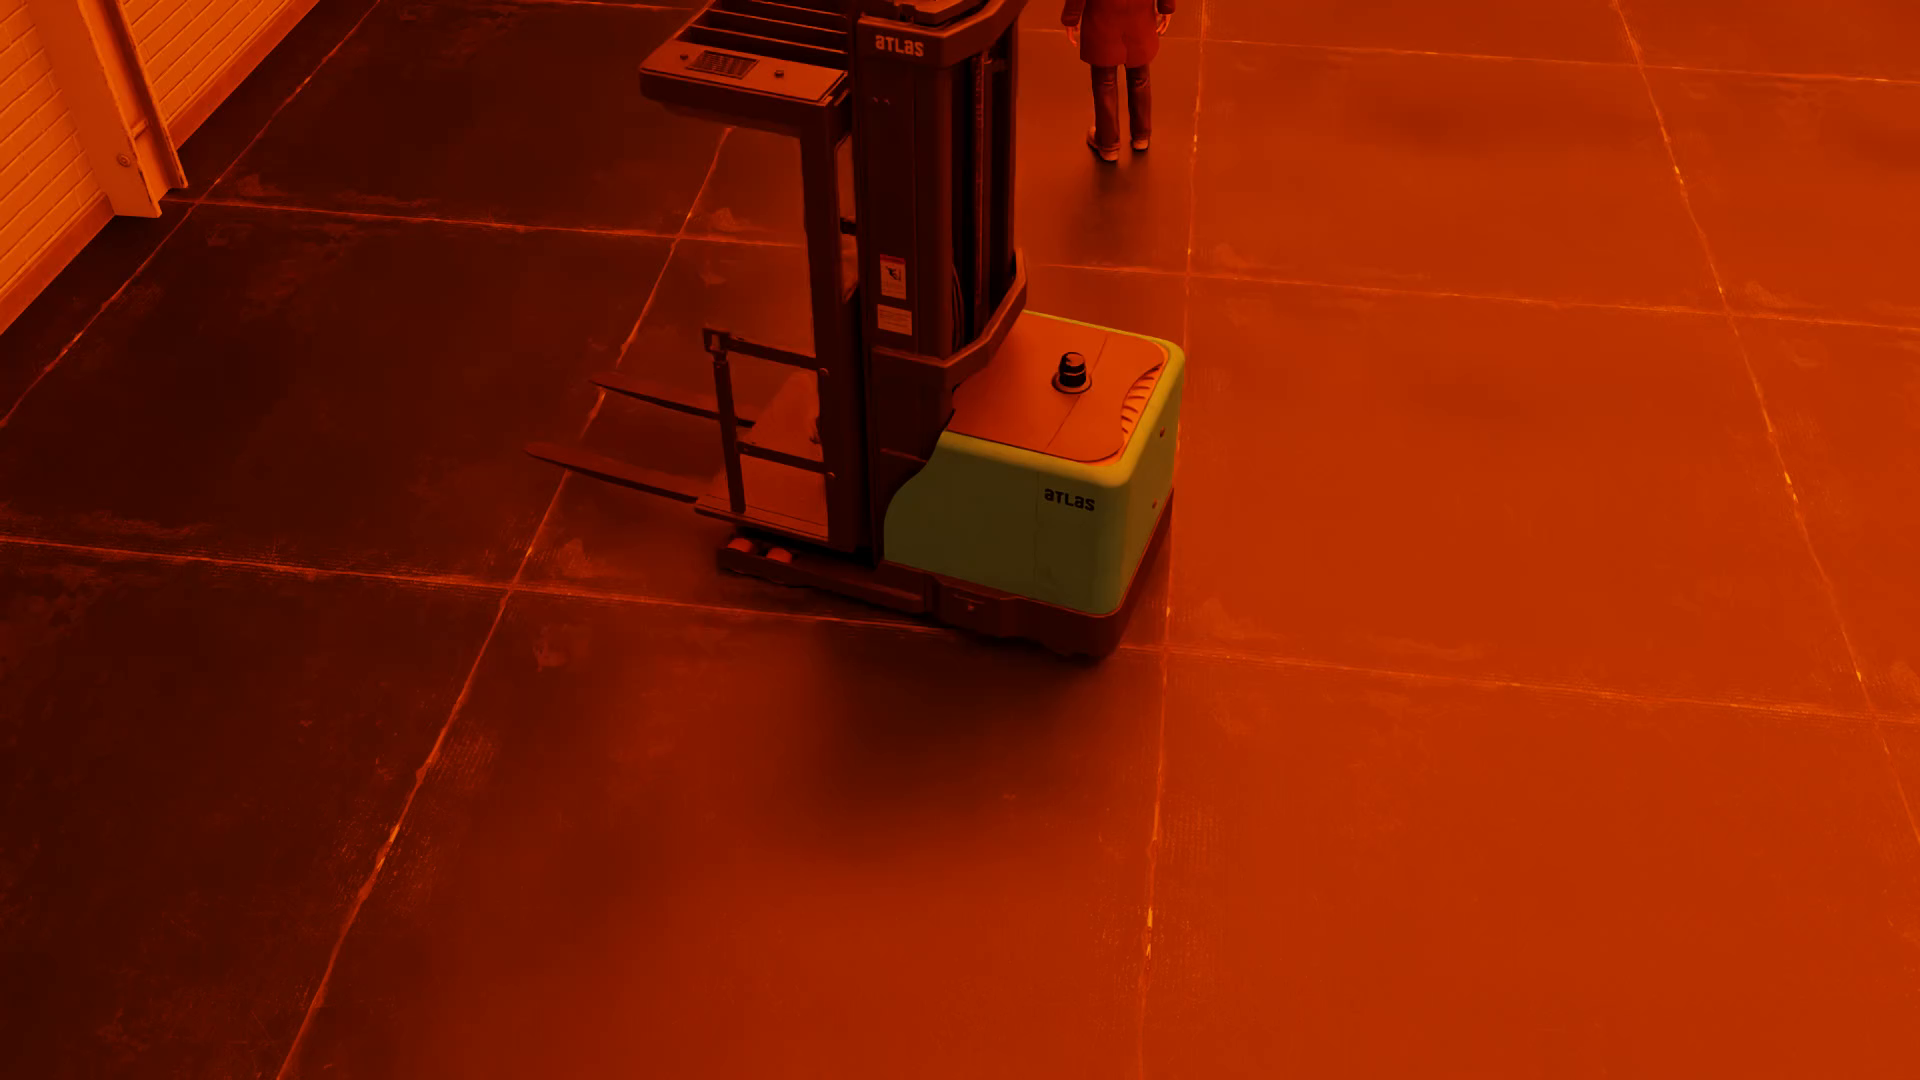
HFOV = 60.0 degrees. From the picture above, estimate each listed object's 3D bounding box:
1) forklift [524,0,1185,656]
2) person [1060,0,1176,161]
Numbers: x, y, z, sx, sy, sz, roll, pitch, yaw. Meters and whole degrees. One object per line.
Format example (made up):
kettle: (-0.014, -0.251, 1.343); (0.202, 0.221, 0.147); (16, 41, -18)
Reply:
forklift: (-0.576, -1.196, 7.026); (3.031, 2.935, 1.130); (14, 44, 15)
person: (0.936, -3.127, 10.028); (0.695, 1.697, 0.582); (-5, 43, -5)
